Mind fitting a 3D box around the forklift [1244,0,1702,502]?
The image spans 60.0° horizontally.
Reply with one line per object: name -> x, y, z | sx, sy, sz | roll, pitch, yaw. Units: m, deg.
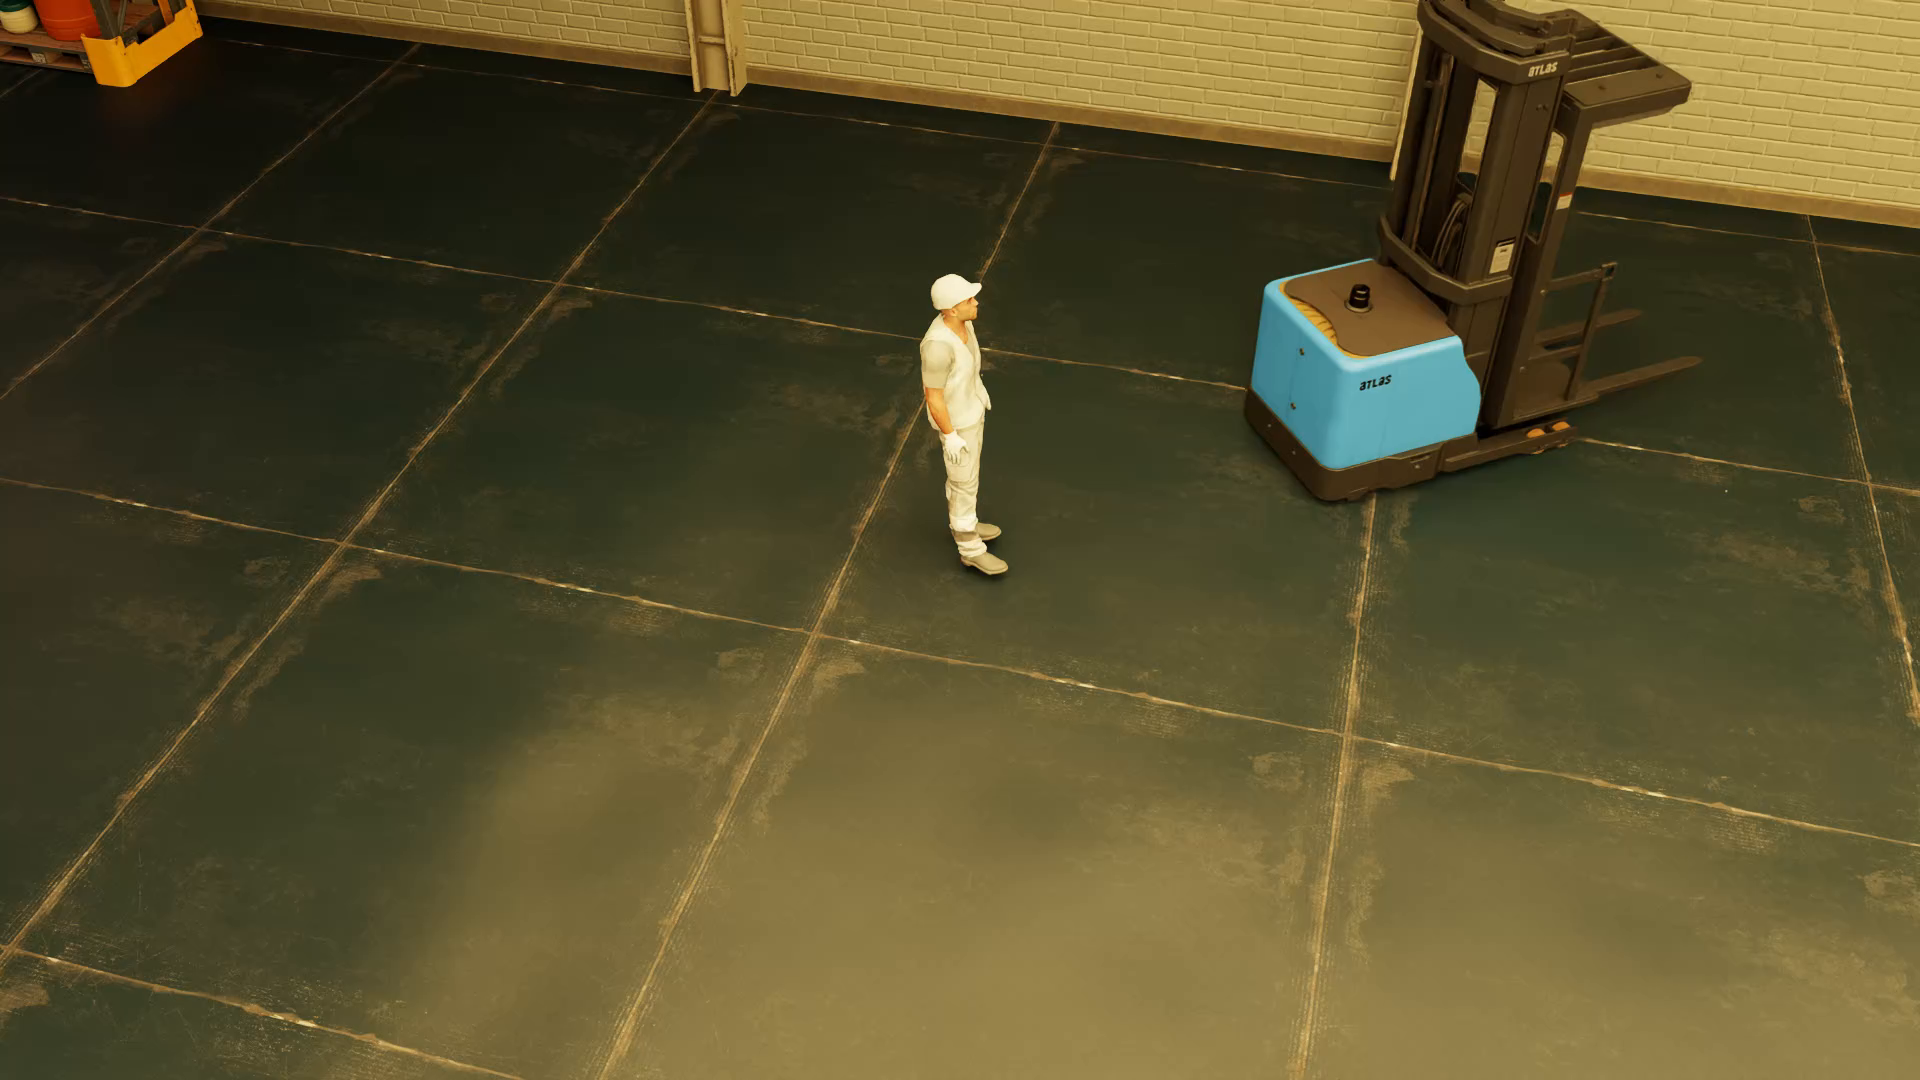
forklift -> 3.435, -1.962, 10.100 | 3.031, 2.935, 1.130 | -15, 43, -16

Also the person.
person -> 0.074, -0.687, 9.440 | 0.564, 1.786, 0.638 | 10, 42, 11
